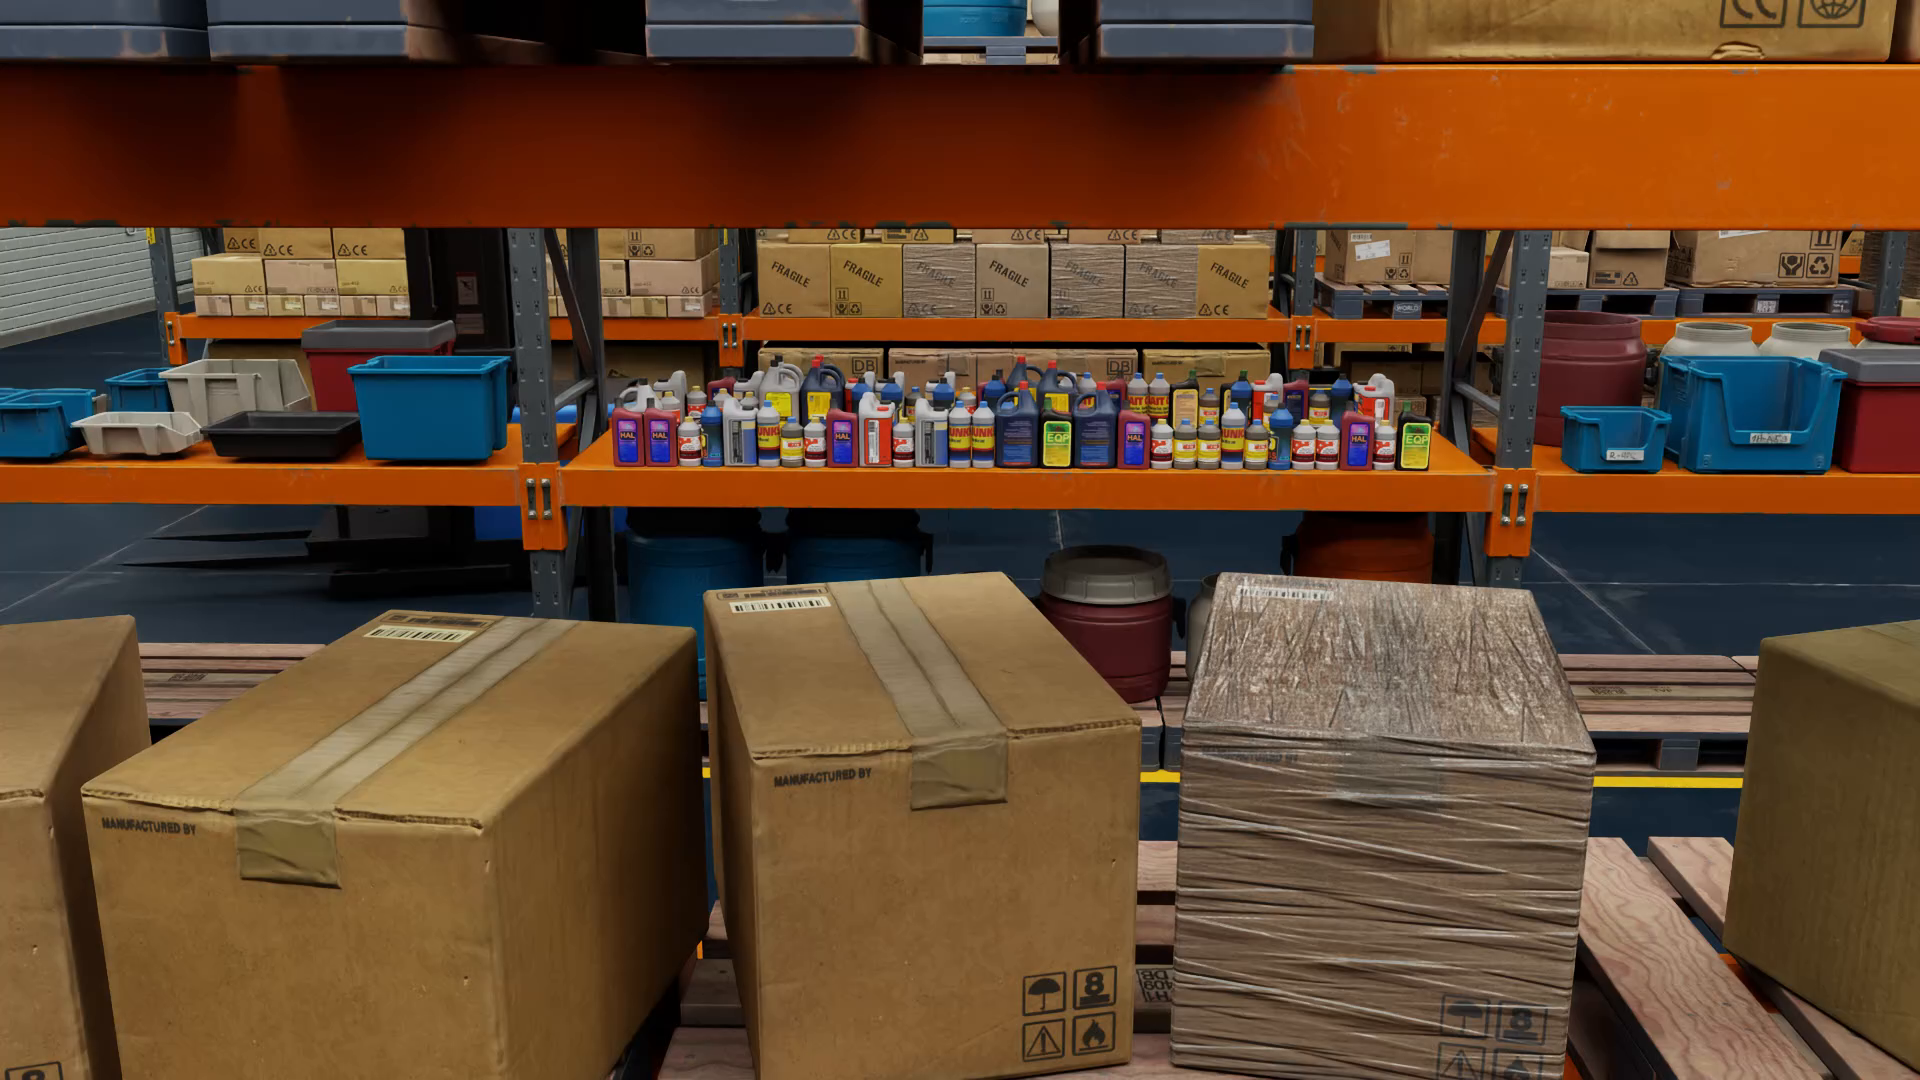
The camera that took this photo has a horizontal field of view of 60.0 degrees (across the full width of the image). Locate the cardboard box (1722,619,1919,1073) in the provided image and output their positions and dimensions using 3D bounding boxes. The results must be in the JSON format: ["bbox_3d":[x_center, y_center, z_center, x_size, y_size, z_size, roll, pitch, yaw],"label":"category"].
[{"bbox_3d":[1.509,0.448,2.242,0.500,0.500,0.700,-5,16,-17],"label":"cardboard box"}]

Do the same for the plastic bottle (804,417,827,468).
[{"bbox_3d":[-0.598,-0.407,6.891,0.097,0.201,0.097,0,15,0],"label":"plastic bottle"}]

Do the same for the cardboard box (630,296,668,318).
[{"bbox_3d":[-2.171,-1.676,11.805,0.250,0.149,0.380,1,15,3],"label":"cardboard box"}]

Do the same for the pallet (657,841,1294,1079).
[{"bbox_3d":[0.198,0.756,2.470,1.213,0.211,1.003,0,15,1],"label":"pallet"}]

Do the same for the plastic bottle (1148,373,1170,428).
[{"bbox_3d":[0.906,-0.624,7.579,0.097,0.271,0.097,0,15,0],"label":"plastic bottle"}]

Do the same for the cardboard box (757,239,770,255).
[{"bbox_3d":[-1.924,-2.936,16.582,0.250,0.149,0.380,0,15,0],"label":"cardboard box"}]

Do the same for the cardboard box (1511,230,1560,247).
[{"bbox_3d":[5.591,-3.076,16.425,0.500,0.500,0.500,0,15,1],"label":"cardboard box"}]

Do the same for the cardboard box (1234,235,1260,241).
[{"bbox_3d":[1.920,-1.972,12.240,0.500,0.500,0.500,1,15,3],"label":"cardboard box"}]

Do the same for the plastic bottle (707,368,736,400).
[{"bbox_3d":[-1.092,-0.648,7.645,0.133,0.283,0.061,0,15,1],"label":"plastic bottle"}]

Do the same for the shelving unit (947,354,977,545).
[{"bbox_3d":[0.014,-0.580,10.687,0.189,1.200,0.258,0,15,1],"label":"shelving unit"}]

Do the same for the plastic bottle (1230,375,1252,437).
[{"bbox_3d":[1.268,-0.607,7.511,0.097,0.271,0.097,0,15,0],"label":"plastic bottle"}]

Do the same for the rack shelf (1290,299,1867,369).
[{"bbox_3d":[4.398,-1.491,12.020,4.000,0.370,1.077,0,15,1],"label":"rack shelf"}]

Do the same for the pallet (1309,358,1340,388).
[{"bbox_3d":[3.412,-1.743,17.033,1.213,0.211,1.003,0,15,1],"label":"pallet"}]

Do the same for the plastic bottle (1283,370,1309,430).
[{"bbox_3d":[1.520,-0.631,7.580,0.133,0.283,0.061,0,15,1],"label":"plastic bottle"}]

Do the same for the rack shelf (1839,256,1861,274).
[{"bbox_3d":[8.624,-2.729,16.713,4.000,0.370,1.077,0,15,1],"label":"rack shelf"}]

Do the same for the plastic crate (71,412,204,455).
[{"bbox_3d":[-3.475,-0.451,7.067,0.466,0.136,0.293,0,15,1],"label":"plastic crate"}]

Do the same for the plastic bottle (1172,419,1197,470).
[{"bbox_3d":[0.927,-0.397,6.853,0.097,0.201,0.097,0,15,0],"label":"plastic bottle"}]

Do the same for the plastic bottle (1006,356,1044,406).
[{"bbox_3d":[0.302,-0.661,7.561,0.185,0.351,0.144,0,15,1],"label":"plastic bottle"}]

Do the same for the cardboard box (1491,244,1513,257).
[{"bbox_3d":[4.072,-2.047,12.161,0.258,0.266,0.396,0,15,0],"label":"cardboard box"}]

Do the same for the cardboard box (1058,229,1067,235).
[{"bbox_3d":[1.098,-3.091,16.344,0.250,0.149,0.380,0,15,-1],"label":"cardboard box"}]

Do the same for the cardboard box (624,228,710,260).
[{"bbox_3d":[-2.067,-2.246,11.715,0.500,0.500,0.500,1,15,3],"label":"cardboard box"}]

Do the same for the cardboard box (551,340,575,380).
[{"bbox_3d":[-3.158,-1.084,12.409,0.875,0.875,0.875,0,15,1],"label":"cardboard box"}]

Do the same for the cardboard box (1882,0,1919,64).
[{"bbox_3d":[1.195,-0.821,1.997,0.500,0.500,0.910,0,15,1],"label":"cardboard box"}]

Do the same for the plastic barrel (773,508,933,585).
[{"bbox_3d":[-0.475,0.210,7.455,0.708,0.901,0.600,0,15,1],"label":"plastic barrel"}]

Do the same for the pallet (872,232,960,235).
[{"bbox_3d":[-0.612,-3.007,16.733,1.213,0.211,1.003,0,15,1],"label":"pallet"}]

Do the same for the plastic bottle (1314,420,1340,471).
[{"bbox_3d":[1.511,-0.393,6.839,0.097,0.201,0.097,0,15,0],"label":"plastic bottle"}]

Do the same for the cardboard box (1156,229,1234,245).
[{"bbox_3d":[1.668,-2.394,11.870,0.637,0.503,0.797,1,15,3],"label":"cardboard box"}]

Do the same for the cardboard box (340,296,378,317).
[{"bbox_3d":[-4.225,-1.689,11.856,0.250,0.149,0.380,0,15,0],"label":"cardboard box"}]

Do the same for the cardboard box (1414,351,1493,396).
[{"bbox_3d":[3.600,-1.220,12.154,0.500,0.250,0.500,2,15,8],"label":"cardboard box"}]

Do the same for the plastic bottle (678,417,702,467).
[{"bbox_3d":[-1.122,-0.410,6.904,0.097,0.201,0.097,0,15,0],"label":"plastic bottle"}]

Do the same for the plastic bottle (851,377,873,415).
[{"bbox_3d":[-0.440,-0.594,7.465,0.097,0.271,0.097,0,15,0],"label":"plastic bottle"}]

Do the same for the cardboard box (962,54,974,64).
[{"bbox_3d":[0.168,-4.801,16.253,0.637,0.503,0.797,0,15,1],"label":"cardboard box"}]

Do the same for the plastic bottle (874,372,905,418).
[{"bbox_3d":[-0.321,-0.628,7.582,0.135,0.276,0.152,0,15,1],"label":"plastic bottle"}]

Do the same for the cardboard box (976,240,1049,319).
[{"bbox_3d":[0.373,-1.851,11.778,0.500,0.500,0.500,1,15,2],"label":"cardboard box"}]

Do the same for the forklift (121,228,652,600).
[{"bbox_3d":[-3.343,-1.221,9.722,3.031,2.935,1.130,-3,15,-11],"label":"forklift"}]

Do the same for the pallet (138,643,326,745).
[{"bbox_3d":[-3.686,0.732,7.652,1.213,0.211,1.003,0,15,1],"label":"pallet"}]

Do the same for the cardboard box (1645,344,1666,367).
[{"bbox_3d":[7.252,-2.243,16.805,0.875,0.875,0.875,1,15,2],"label":"cardboard box"}]

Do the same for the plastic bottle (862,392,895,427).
[{"bbox_3d":[-0.344,-0.487,7.049,0.135,0.276,0.152,0,15,1],"label":"plastic bottle"}]

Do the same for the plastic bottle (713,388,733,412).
[{"bbox_3d":[-1.076,-0.588,7.578,0.097,0.201,0.097,0,15,0],"label":"plastic bottle"}]

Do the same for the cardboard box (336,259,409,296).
[{"bbox_3d":[-4.104,-1.897,11.861,0.500,0.250,0.500,0,15,0],"label":"cardboard box"}]

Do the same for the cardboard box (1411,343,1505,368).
[{"bbox_3d":[5.038,-2.193,16.860,0.750,0.750,1.050,0,15,1],"label":"cardboard box"}]

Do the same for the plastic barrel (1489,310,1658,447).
[{"bbox_3d":[2.744,-0.728,7.454,0.708,0.536,0.600,0,15,1],"label":"plastic barrel"}]

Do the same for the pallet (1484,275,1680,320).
[{"bbox_3d":[4.378,-1.756,11.992,1.213,0.211,1.003,0,15,1],"label":"pallet"}]

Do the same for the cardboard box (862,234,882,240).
[{"bbox_3d":[-0.631,-1.987,12.297,0.500,0.500,0.500,1,15,3],"label":"cardboard box"}]

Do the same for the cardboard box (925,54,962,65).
[{"bbox_3d":[-0.116,-3.361,11.490,0.250,0.149,0.380,0,15,-1],"label":"cardboard box"}]

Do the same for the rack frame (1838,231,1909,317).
[{"bbox_3d":[6.397,-1.825,11.879,0.127,3.000,1.000,0,15,1],"label":"rack frame"}]

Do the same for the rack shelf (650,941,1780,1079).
[{"bbox_3d":[0.142,0.941,2.525,3.687,0.071,0.831,0,15,1],"label":"rack shelf"}]

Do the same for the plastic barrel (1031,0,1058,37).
[{"bbox_3d":[0.496,-2.281,6.634,0.433,0.535,0.433,0,15,0],"label":"plastic barrel"}]

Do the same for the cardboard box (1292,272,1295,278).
[{"bbox_3d":[4.712,-3.296,21.780,0.625,0.372,0.950,1,15,3],"label":"cardboard box"}]

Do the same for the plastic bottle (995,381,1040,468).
[{"bbox_3d":[0.238,-0.479,6.874,0.185,0.351,0.144,0,15,1],"label":"plastic bottle"}]

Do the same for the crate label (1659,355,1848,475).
[{"bbox_3d":[3.258,-0.530,6.899,0.616,0.435,0.502,0,15,1],"label":"crate label"}]

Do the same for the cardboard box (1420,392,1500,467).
[{"bbox_3d":[3.624,-0.856,12.242,0.500,0.500,0.700,-1,15,-3],"label":"cardboard box"}]
